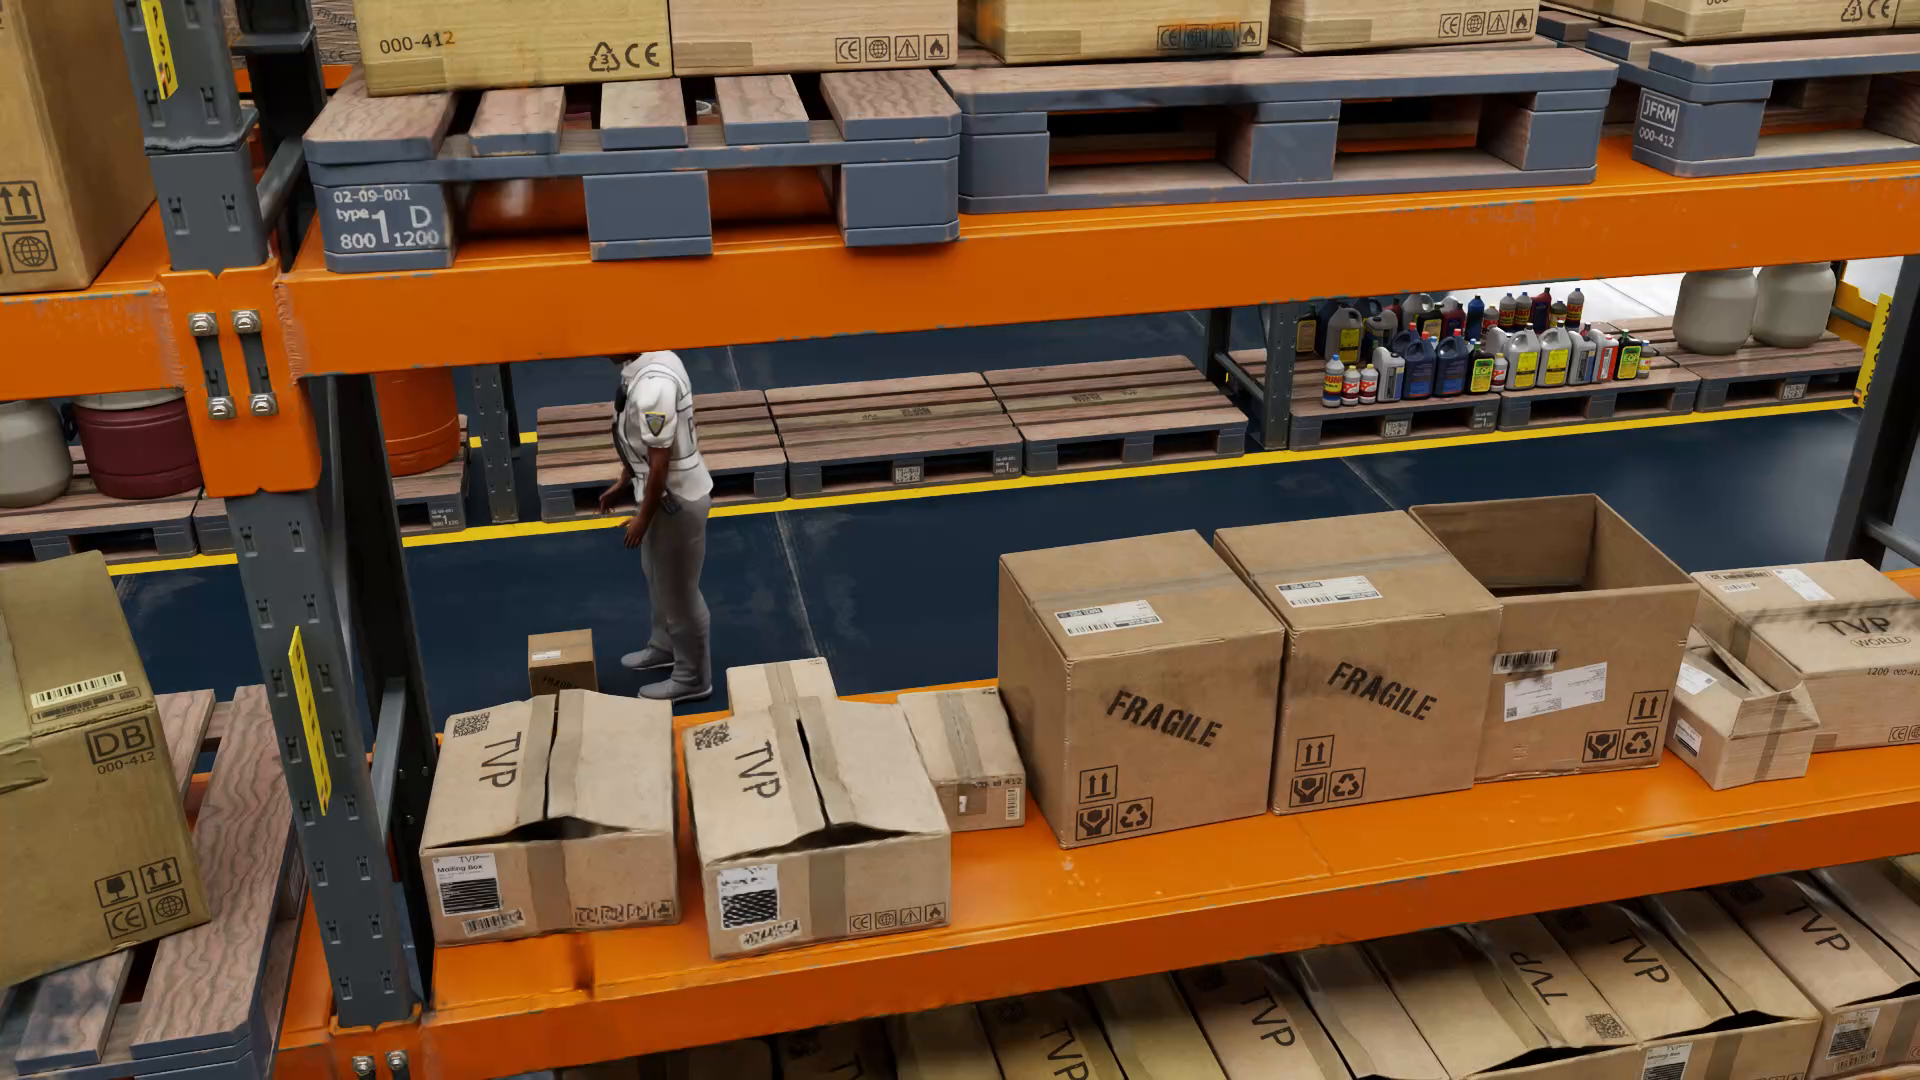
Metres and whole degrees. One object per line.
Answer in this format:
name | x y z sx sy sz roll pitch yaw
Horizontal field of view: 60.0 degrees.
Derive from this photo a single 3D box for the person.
person | -1.172 -0.148 6.424 0.433 1.683 0.508 -6 28 -12
